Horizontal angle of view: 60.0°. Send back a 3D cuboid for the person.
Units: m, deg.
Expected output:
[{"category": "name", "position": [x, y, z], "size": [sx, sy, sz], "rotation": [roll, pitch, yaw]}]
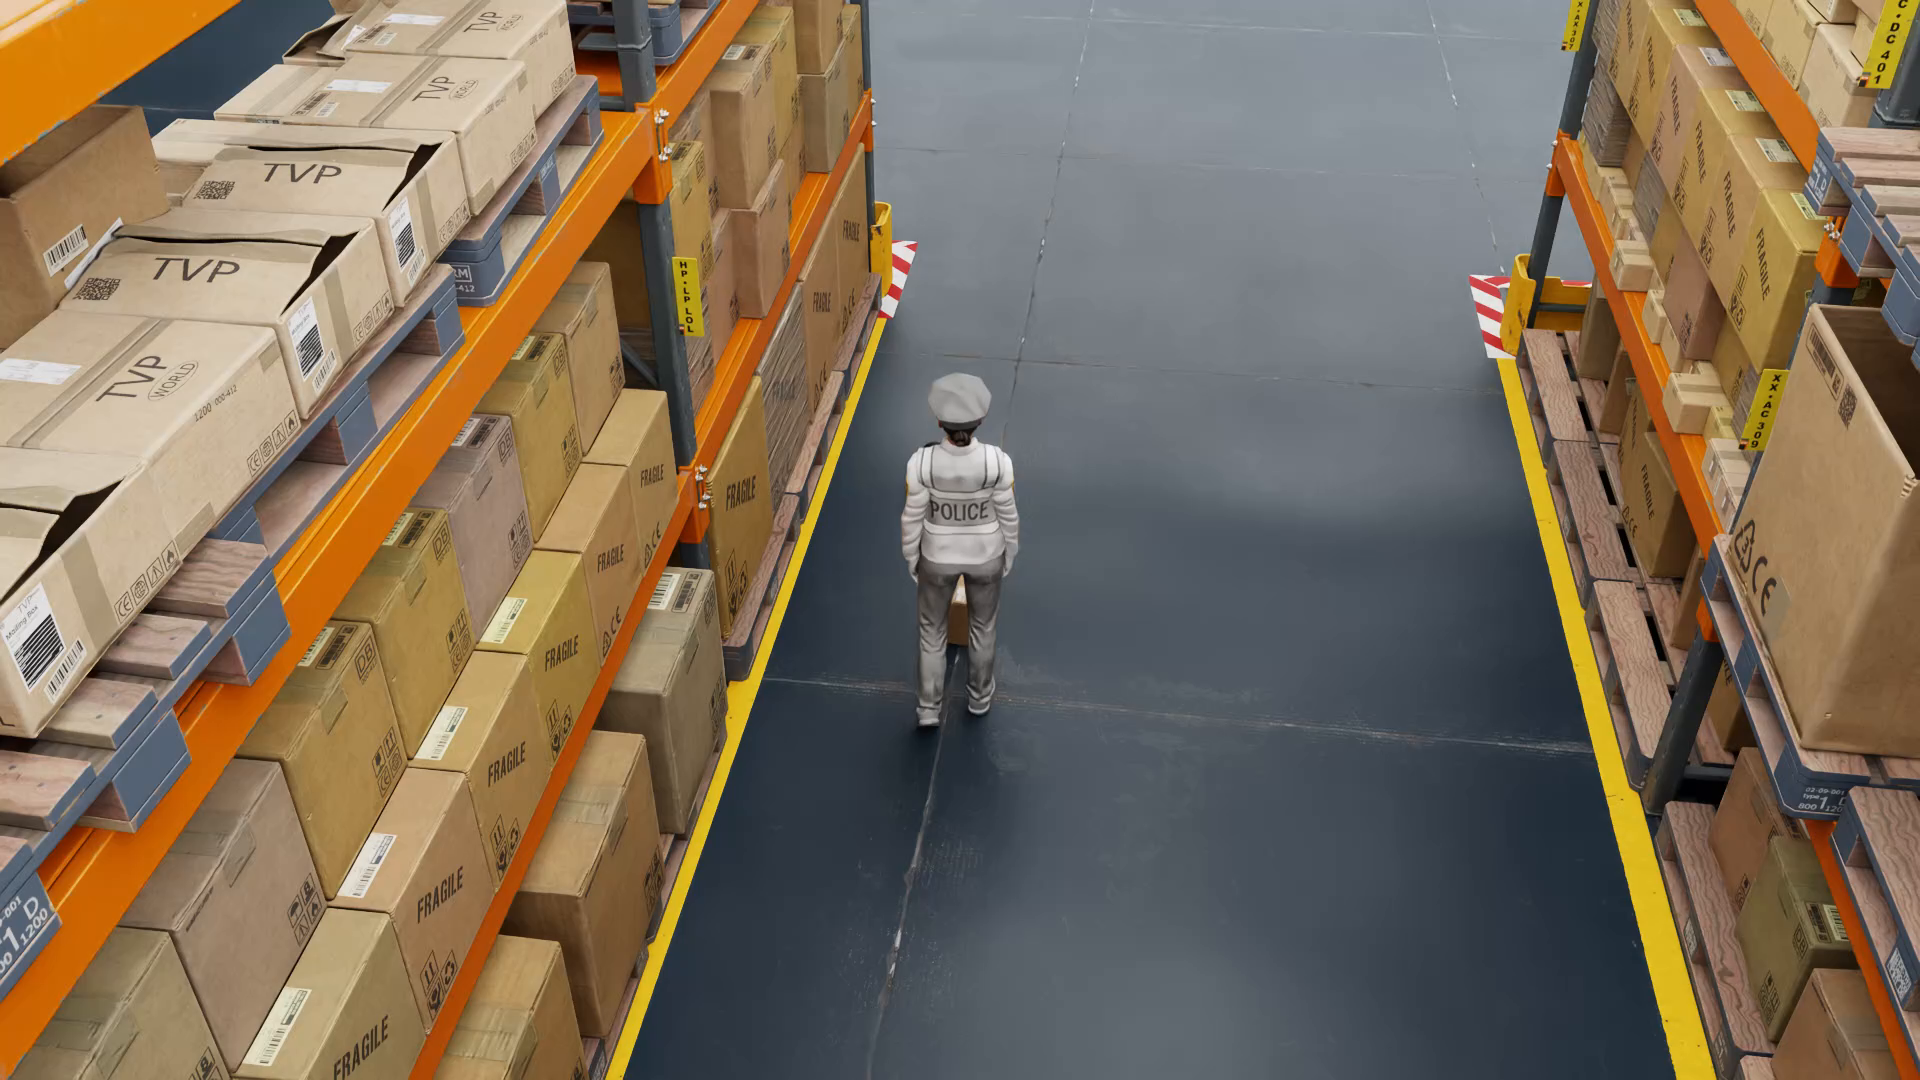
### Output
[{"category": "person", "position": [0.001, 0.097, 6.960], "size": [0.482, 1.767, 0.417], "rotation": [1, 36, 1]}]
